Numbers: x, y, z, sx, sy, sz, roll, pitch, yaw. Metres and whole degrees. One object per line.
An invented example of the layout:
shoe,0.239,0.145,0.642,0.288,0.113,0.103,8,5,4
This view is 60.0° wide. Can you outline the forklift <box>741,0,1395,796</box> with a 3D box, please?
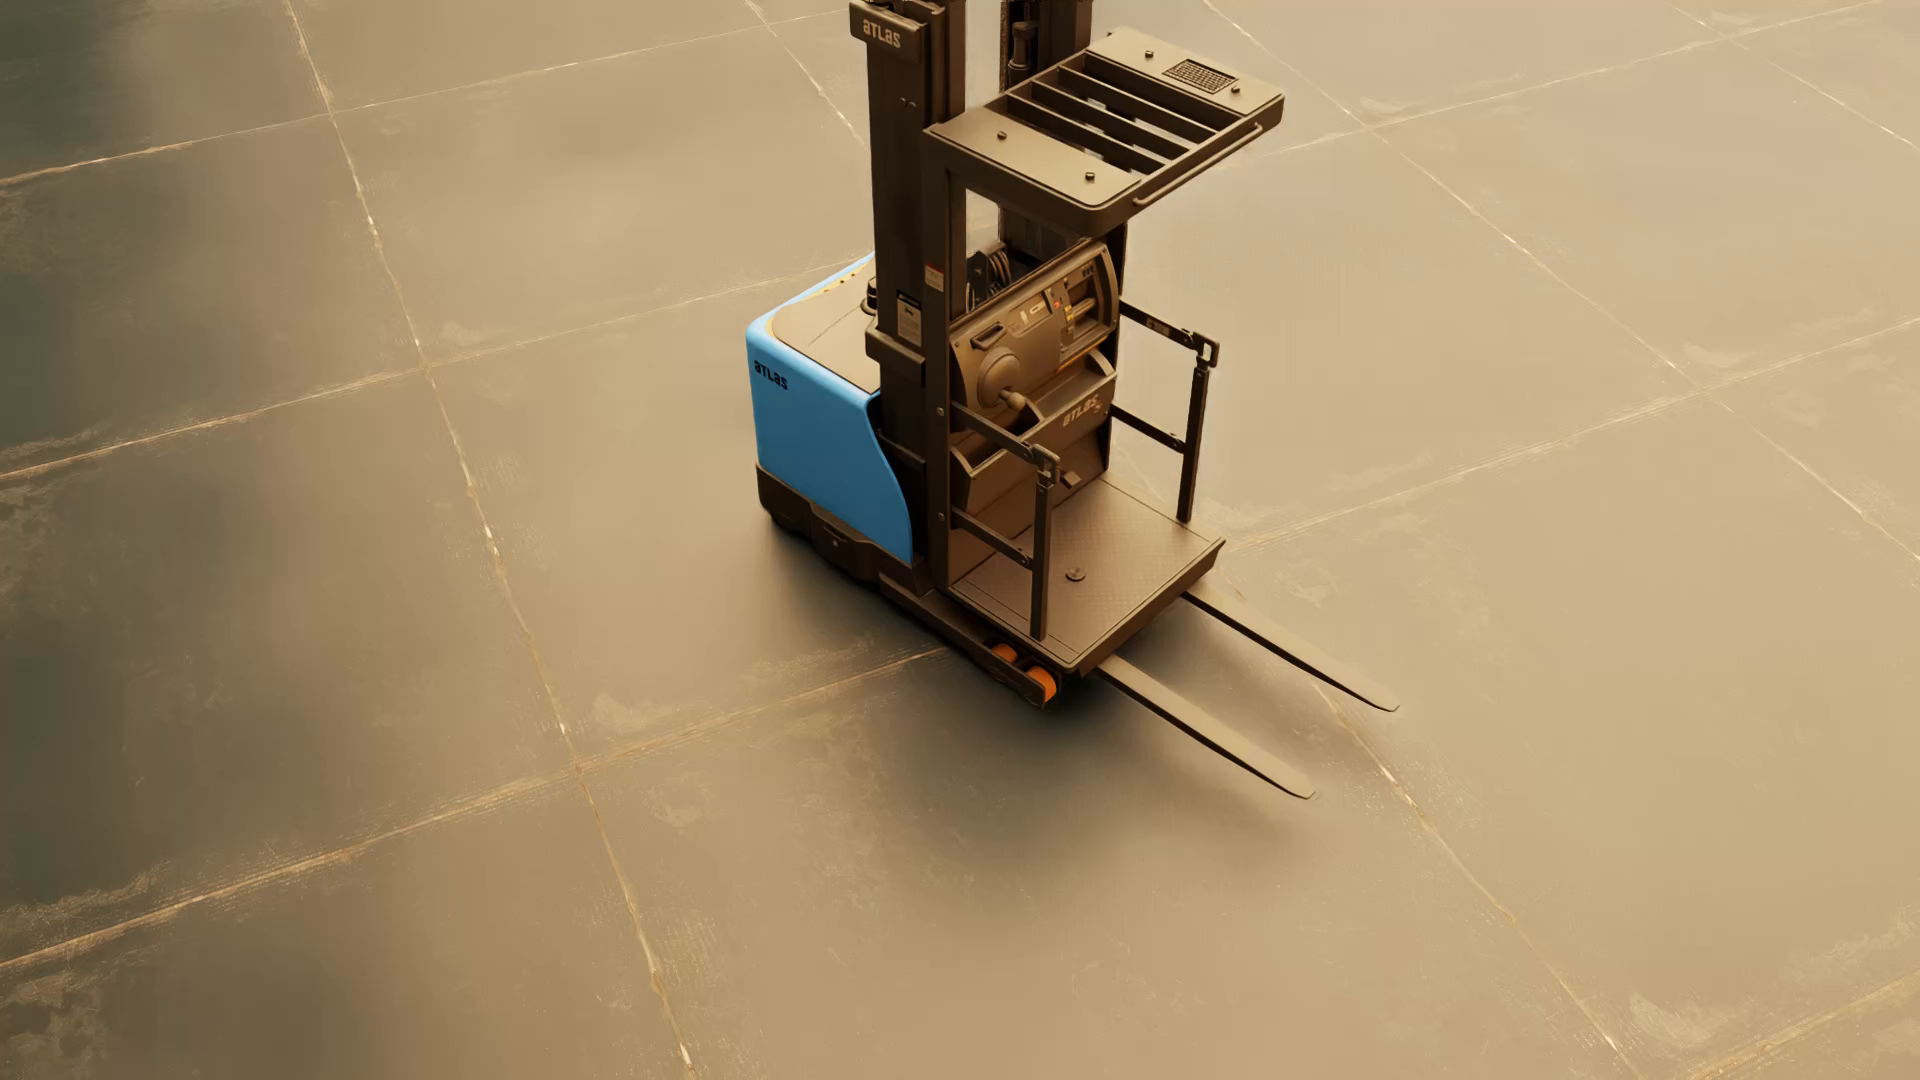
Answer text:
forklift,0.445,-0.788,6.525,3.031,2.935,1.130,32,52,30
